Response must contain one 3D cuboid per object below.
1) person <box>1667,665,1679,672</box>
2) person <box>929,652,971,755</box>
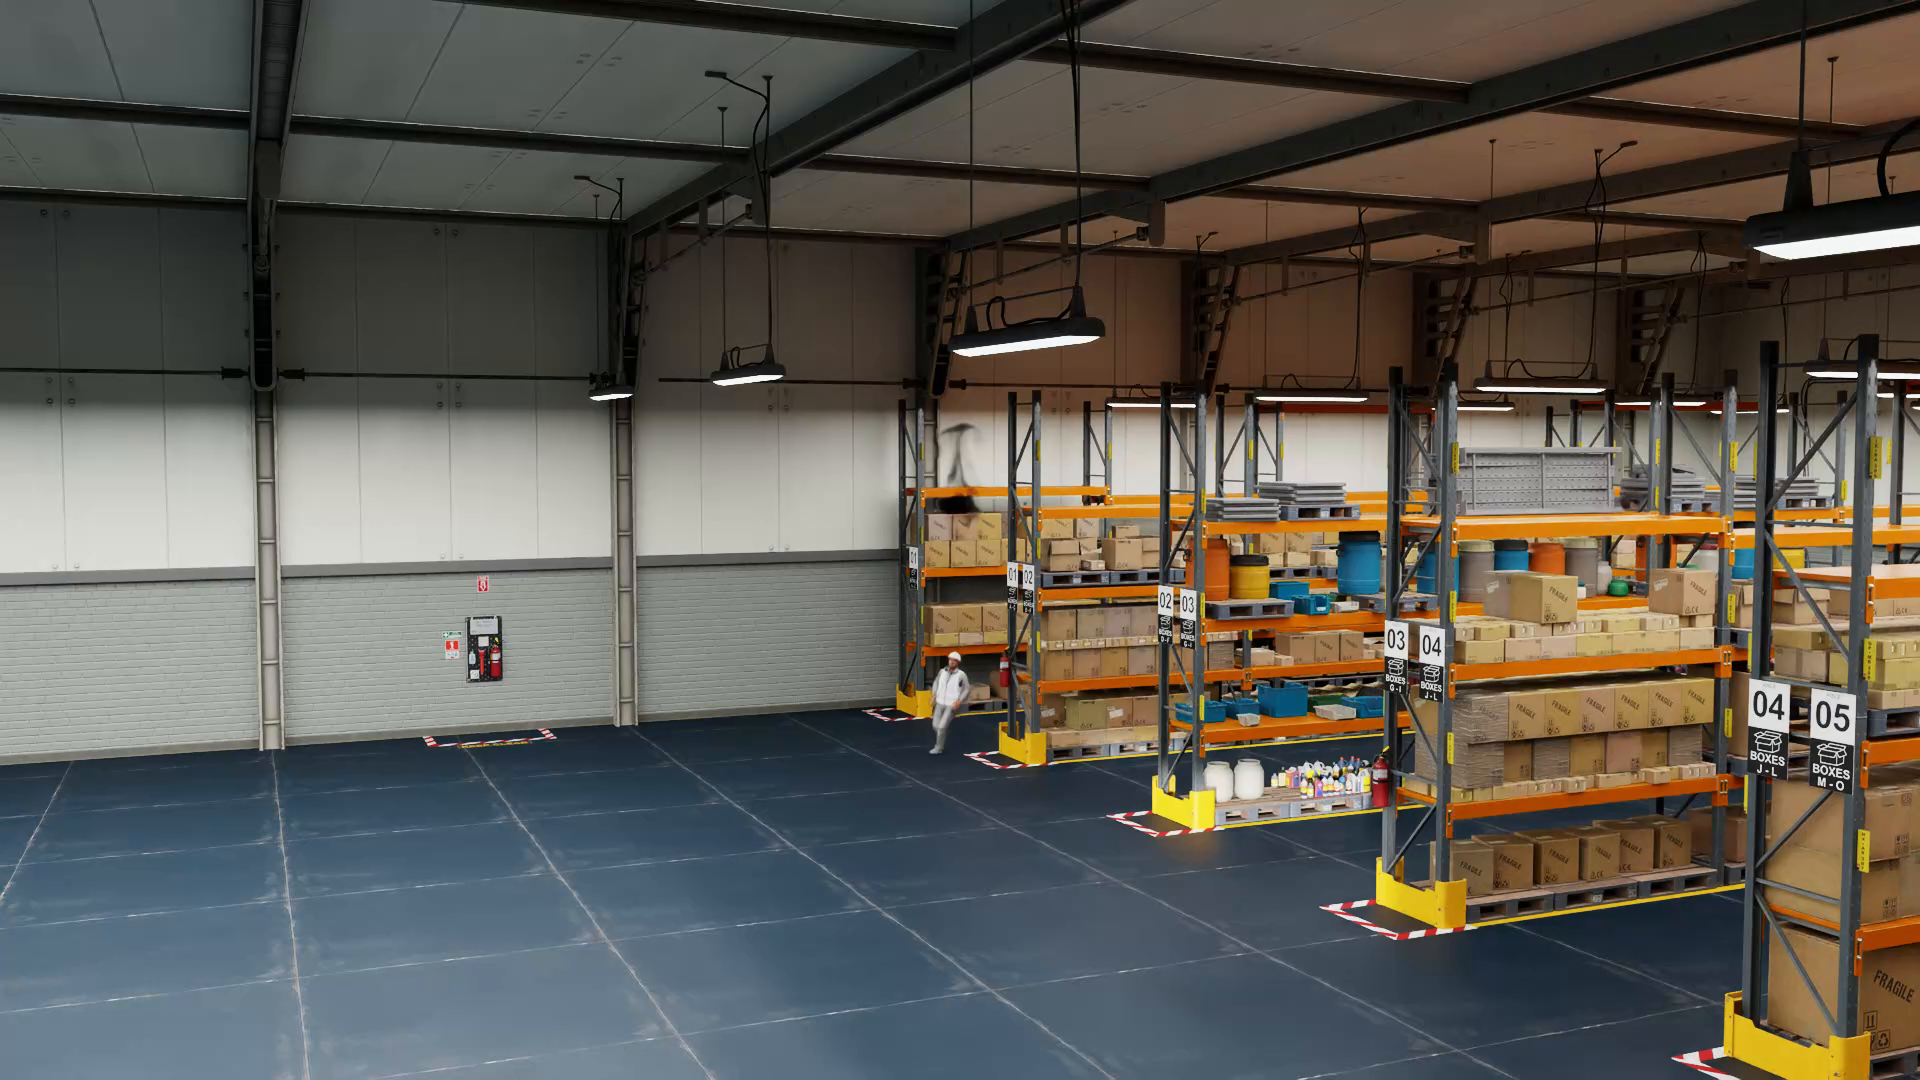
[{"bbox_3d":[12.506,2.613,29.750,0.577,1.609,0.593,-1,4,-23],"label":"person"},{"bbox_3d":[-0.162,2.700,27.587,0.689,1.700,0.555,1,4,22],"label":"person"}]
